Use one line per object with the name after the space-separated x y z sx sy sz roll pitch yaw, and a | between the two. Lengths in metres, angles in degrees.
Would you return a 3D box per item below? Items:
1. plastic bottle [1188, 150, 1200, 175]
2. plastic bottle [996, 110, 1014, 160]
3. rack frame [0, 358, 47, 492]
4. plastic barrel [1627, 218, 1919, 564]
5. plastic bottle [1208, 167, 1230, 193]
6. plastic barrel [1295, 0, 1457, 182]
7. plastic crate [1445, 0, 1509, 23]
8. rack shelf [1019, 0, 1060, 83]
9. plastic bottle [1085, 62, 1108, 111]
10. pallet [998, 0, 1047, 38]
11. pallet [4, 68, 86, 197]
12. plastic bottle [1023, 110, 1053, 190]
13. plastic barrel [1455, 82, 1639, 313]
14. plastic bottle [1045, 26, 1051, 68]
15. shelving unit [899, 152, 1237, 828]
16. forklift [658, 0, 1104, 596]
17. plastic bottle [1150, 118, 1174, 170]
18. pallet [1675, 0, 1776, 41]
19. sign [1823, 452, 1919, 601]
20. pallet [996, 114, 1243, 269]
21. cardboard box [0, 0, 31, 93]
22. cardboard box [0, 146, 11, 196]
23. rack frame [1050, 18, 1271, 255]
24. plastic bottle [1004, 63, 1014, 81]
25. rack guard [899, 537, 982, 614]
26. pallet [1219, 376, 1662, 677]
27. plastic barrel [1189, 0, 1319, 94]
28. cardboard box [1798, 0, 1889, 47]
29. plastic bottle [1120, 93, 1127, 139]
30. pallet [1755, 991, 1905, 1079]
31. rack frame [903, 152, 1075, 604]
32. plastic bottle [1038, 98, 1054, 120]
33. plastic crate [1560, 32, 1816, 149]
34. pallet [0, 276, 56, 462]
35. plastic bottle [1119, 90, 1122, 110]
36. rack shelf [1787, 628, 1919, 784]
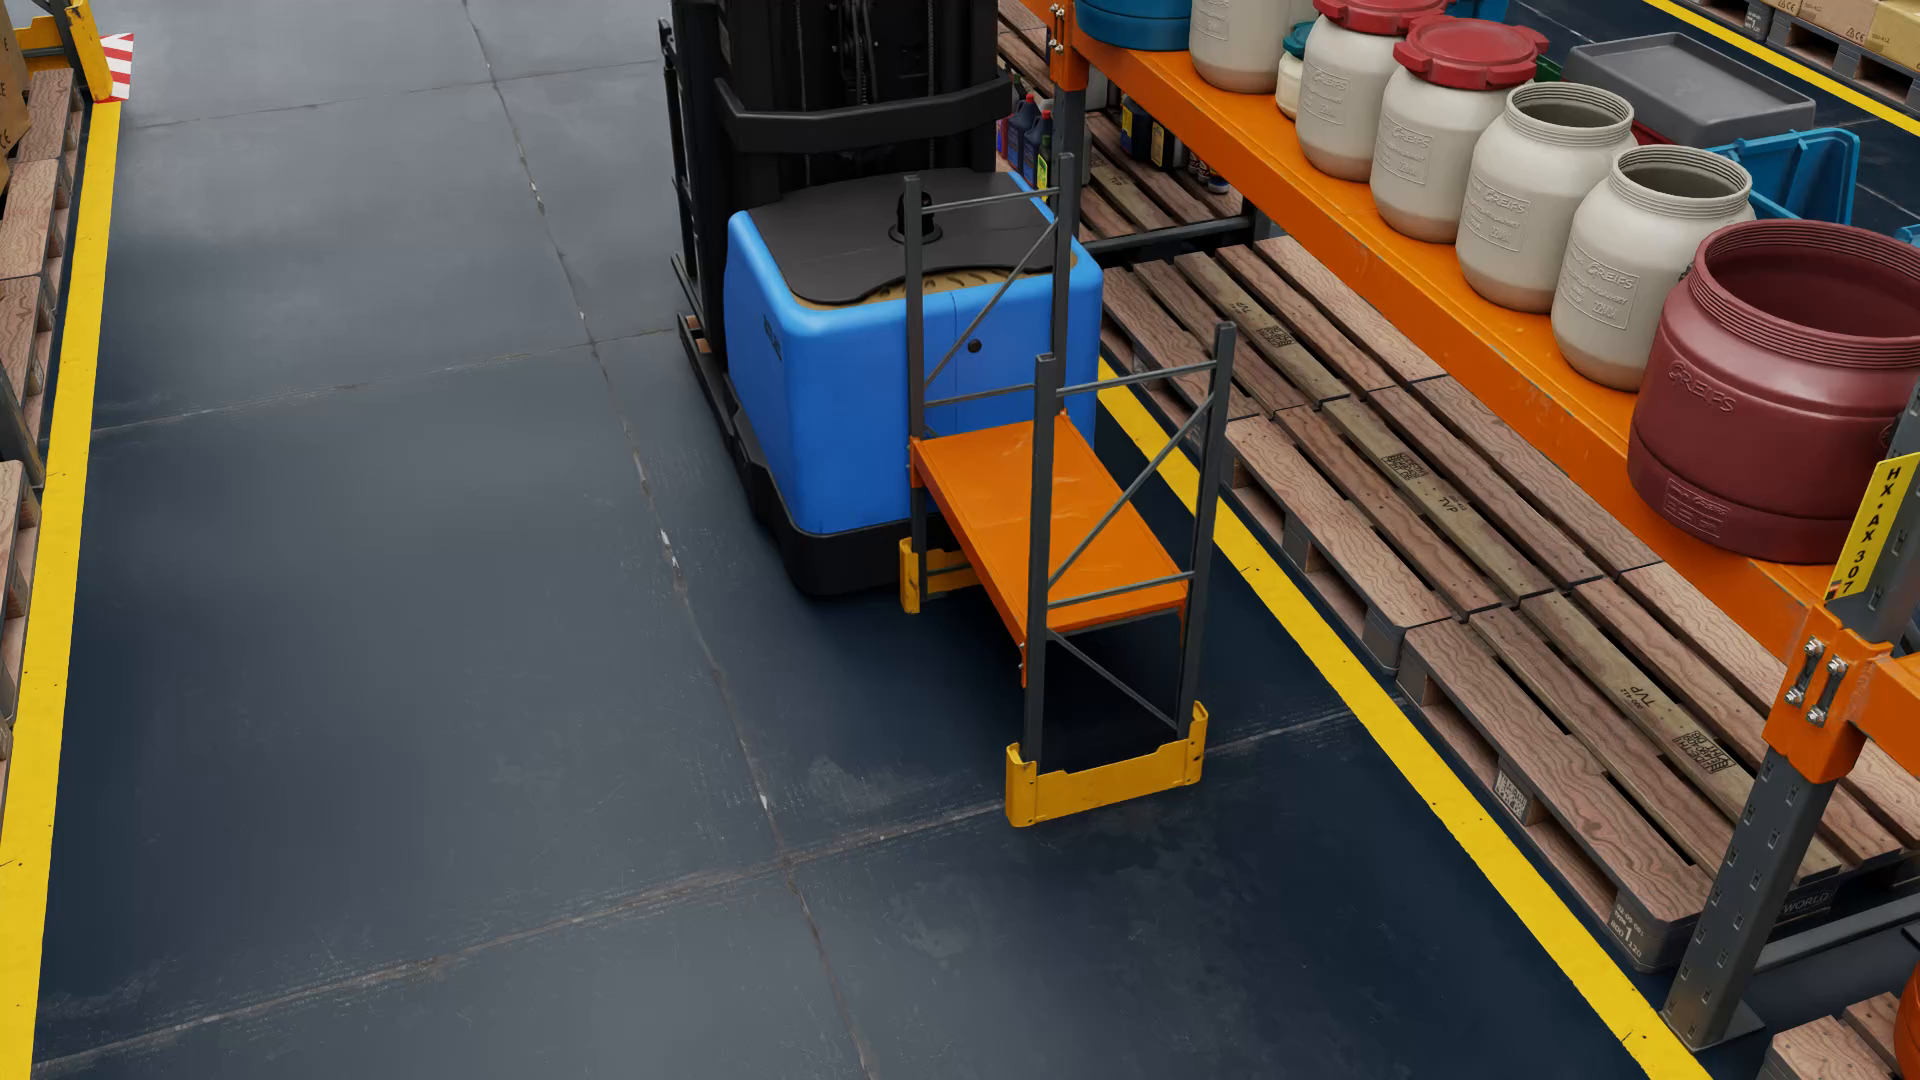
1.095 -1.777 7.577 0.097 0.201 0.097 0 37 0 | plastic bottle
0.210 -1.920 7.698 0.061 0.283 0.133 -10 38 -13 | plastic bottle
-3.787 -1.308 4.994 1.000 3.000 0.127 -12 39 -16 | rack frame
1.795 -0.328 3.579 0.600 0.536 0.708 -12 39 -16 | plastic barrel
1.165 -1.690 7.403 0.097 0.271 0.097 0 37 0 | plastic bottle
1.239 -1.388 4.986 0.433 0.535 0.433 0 37 0 | plastic barrel
1.535 -1.769 5.618 0.392 0.384 0.575 -12 39 -16 | plastic crate
0.175 -3.176 8.071 1.077 0.370 4.000 -12 39 -16 | rack shelf
0.633 -2.265 8.162 0.152 0.276 0.135 -12 39 -16 | plastic bottle
-0.169 -2.986 9.539 1.003 0.211 1.213 -12 39 -16 | pallet
-4.891 -1.945 8.157 1.003 0.211 1.213 -12 39 -16 | pallet
0.371 -1.755 7.423 0.144 0.351 0.185 -13 39 -17 | plastic bottle
1.540 -0.894 4.350 0.421 0.512 0.421 0 37 0 | plastic barrel
0.491 -2.567 8.557 0.061 0.283 0.133 -12 39 -16 | plastic bottle
0.252 -0.150 4.702 0.587 1.500 1.083 -12 39 -15 | shelving unit
-0.500 -1.878 5.807 1.130 2.935 3.031 -12 39 -15 | forklift
0.928 -1.850 7.605 0.061 0.283 0.133 -12 39 -16 | plastic bottle
4.857 -3.392 10.077 1.003 0.211 1.213 -12 39 -16 | pallet
1.725 -0.021 3.150 0.100 0.325 0.005 -12 39 -16 | sign
0.671 -1.608 7.709 1.003 0.211 1.213 -12 39 -16 | pallet
-4.965 -2.381 8.146 0.500 0.500 0.500 -6 37 -7 | cardboard box
-4.529 -1.693 7.233 0.500 0.500 0.500 -9 38 -12 | cardboard box
0.863 -2.334 6.355 1.000 3.000 0.127 -12 39 -16 | rack frame
0.241 -2.134 7.983 0.061 0.283 0.133 -12 39 -16 | plastic bottle
0.090 0.066 5.455 0.587 0.250 0.087 -12 39 -15 | rack guard
1.593 -0.094 5.699 1.003 0.211 1.213 -12 39 -16 | pallet
0.986 -1.802 5.536 0.433 0.535 0.433 0 37 0 | plastic barrel
4.988 -2.928 9.080 0.500 0.250 0.500 -12 39 -16 | cardboard box
0.812 -2.018 7.839 0.097 0.271 0.097 0 37 0 | plastic bottle
2.550 1.477 3.614 1.003 0.211 1.213 -12 39 -16 | pallet
0.084 -0.444 5.093 0.500 1.500 0.032 -12 39 -15 | rack frame
0.435 -1.879 7.649 0.152 0.276 0.135 -12 39 -16 | plastic bottle
1.971 -1.076 4.632 0.402 0.464 0.583 -12 39 -16 | plastic crate
-4.052 -0.566 6.327 1.003 0.211 1.213 -12 39 -16 | pallet
0.834 -2.205 8.144 0.097 0.201 0.097 0 37 0 | plastic bottle
2.928 1.343 2.072 1.077 0.370 4.000 -12 39 -16 | rack shelf
